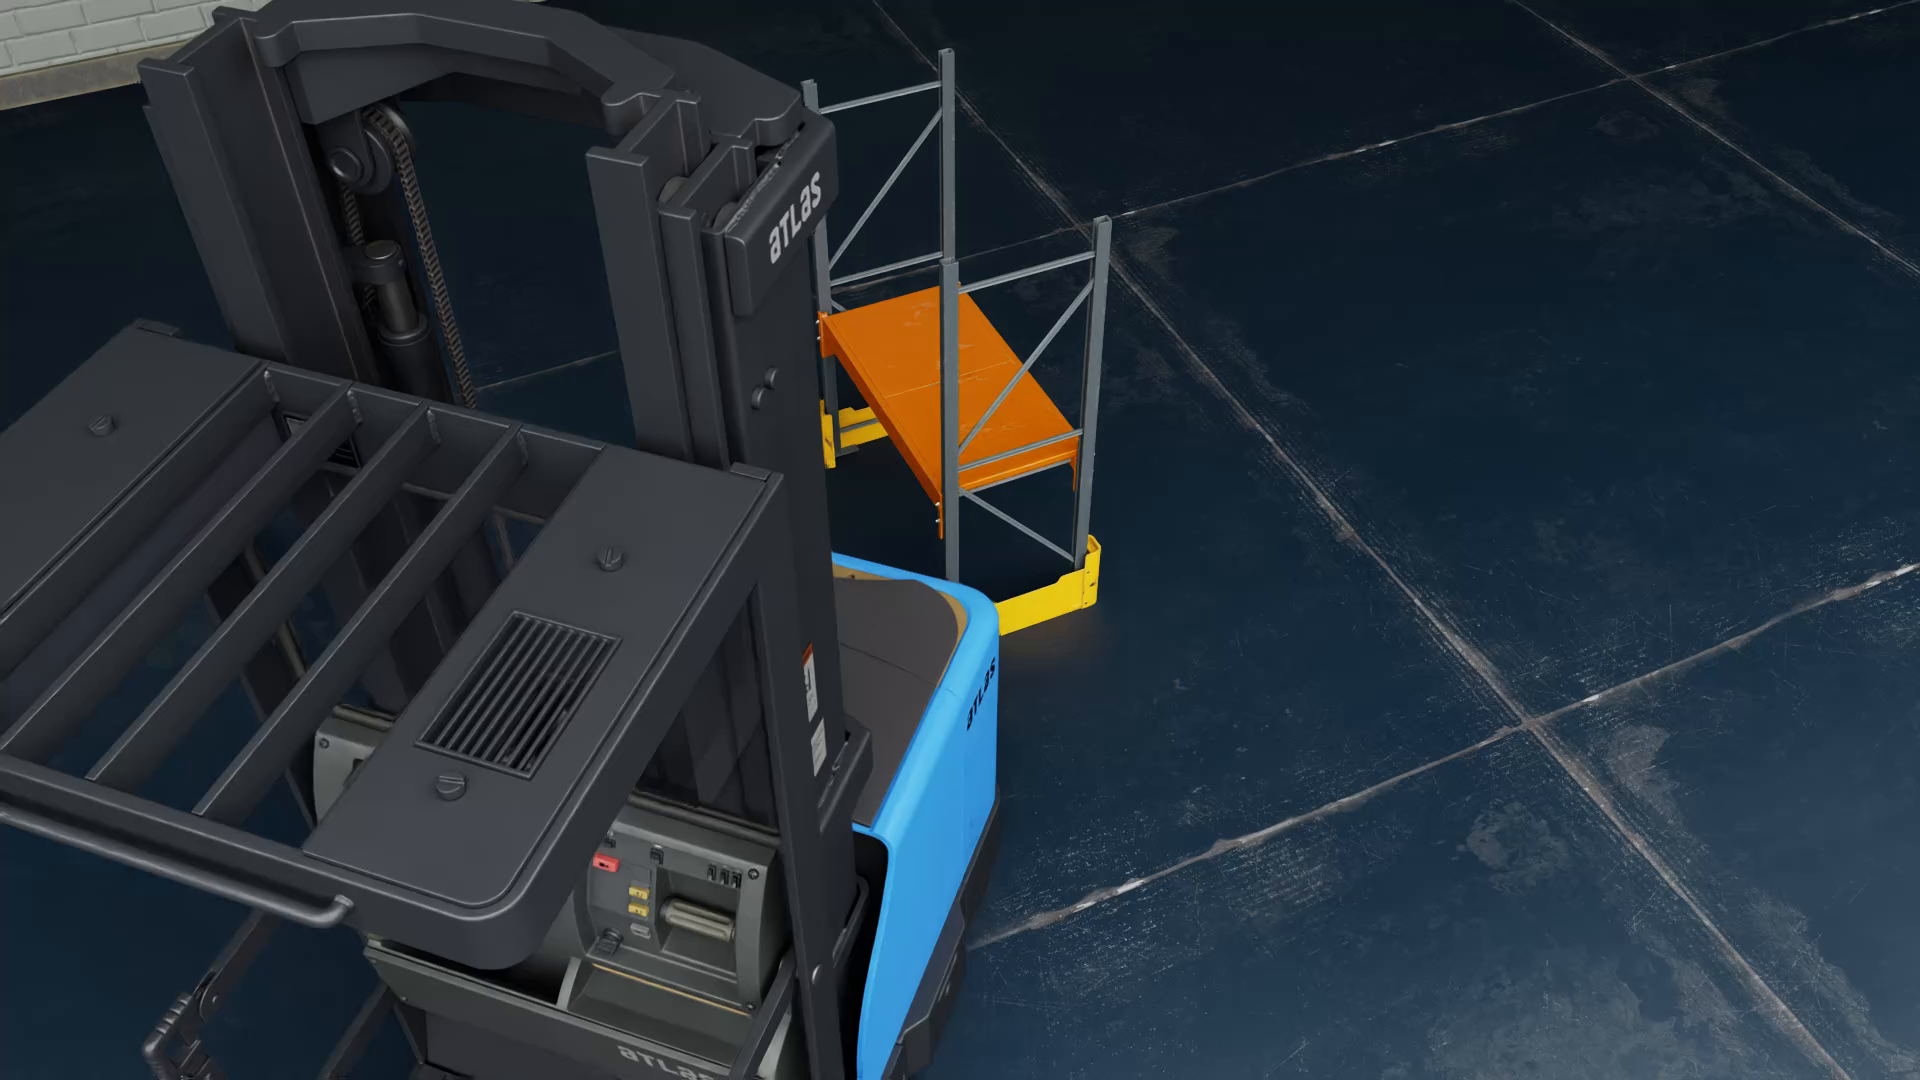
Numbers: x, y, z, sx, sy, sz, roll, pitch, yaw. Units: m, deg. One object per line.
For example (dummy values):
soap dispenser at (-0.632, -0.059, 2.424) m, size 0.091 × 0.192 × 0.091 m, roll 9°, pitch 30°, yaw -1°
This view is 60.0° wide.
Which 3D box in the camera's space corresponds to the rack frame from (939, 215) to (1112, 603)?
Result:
rack frame at (0.178, -0.264, 4.950) m, size 0.500 × 1.500 × 0.032 m, roll -18°, pitch 47°, yaw -17°

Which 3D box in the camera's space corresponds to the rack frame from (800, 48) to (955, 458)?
rack frame at (-0.250, -0.912, 5.607) m, size 0.500 × 1.500 × 0.032 m, roll -18°, pitch 47°, yaw -17°

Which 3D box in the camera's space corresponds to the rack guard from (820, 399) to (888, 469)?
rack guard at (-0.241, -0.455, 6.033) m, size 0.587 × 0.250 × 0.087 m, roll -18°, pitch 47°, yaw -17°

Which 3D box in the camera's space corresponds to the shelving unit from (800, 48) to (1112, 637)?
shelving unit at (-0.032, -0.582, 5.272) m, size 0.587 × 1.500 × 1.083 m, roll -18°, pitch 47°, yaw -17°

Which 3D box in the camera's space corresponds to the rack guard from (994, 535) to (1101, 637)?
rack guard at (0.177, 0.180, 5.390) m, size 0.587 × 0.250 × 0.087 m, roll -18°, pitch 47°, yaw -17°

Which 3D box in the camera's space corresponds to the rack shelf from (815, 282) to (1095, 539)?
rack shelf at (-0.036, -0.460, 5.405) m, size 0.538 × 0.185 × 1.000 m, roll -18°, pitch 47°, yaw -17°

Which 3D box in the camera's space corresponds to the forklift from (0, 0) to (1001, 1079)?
forklift at (-0.854, 0.717, 2.937) m, size 1.130 × 2.935 × 3.031 m, roll 14°, pitch 46°, yaw 14°
